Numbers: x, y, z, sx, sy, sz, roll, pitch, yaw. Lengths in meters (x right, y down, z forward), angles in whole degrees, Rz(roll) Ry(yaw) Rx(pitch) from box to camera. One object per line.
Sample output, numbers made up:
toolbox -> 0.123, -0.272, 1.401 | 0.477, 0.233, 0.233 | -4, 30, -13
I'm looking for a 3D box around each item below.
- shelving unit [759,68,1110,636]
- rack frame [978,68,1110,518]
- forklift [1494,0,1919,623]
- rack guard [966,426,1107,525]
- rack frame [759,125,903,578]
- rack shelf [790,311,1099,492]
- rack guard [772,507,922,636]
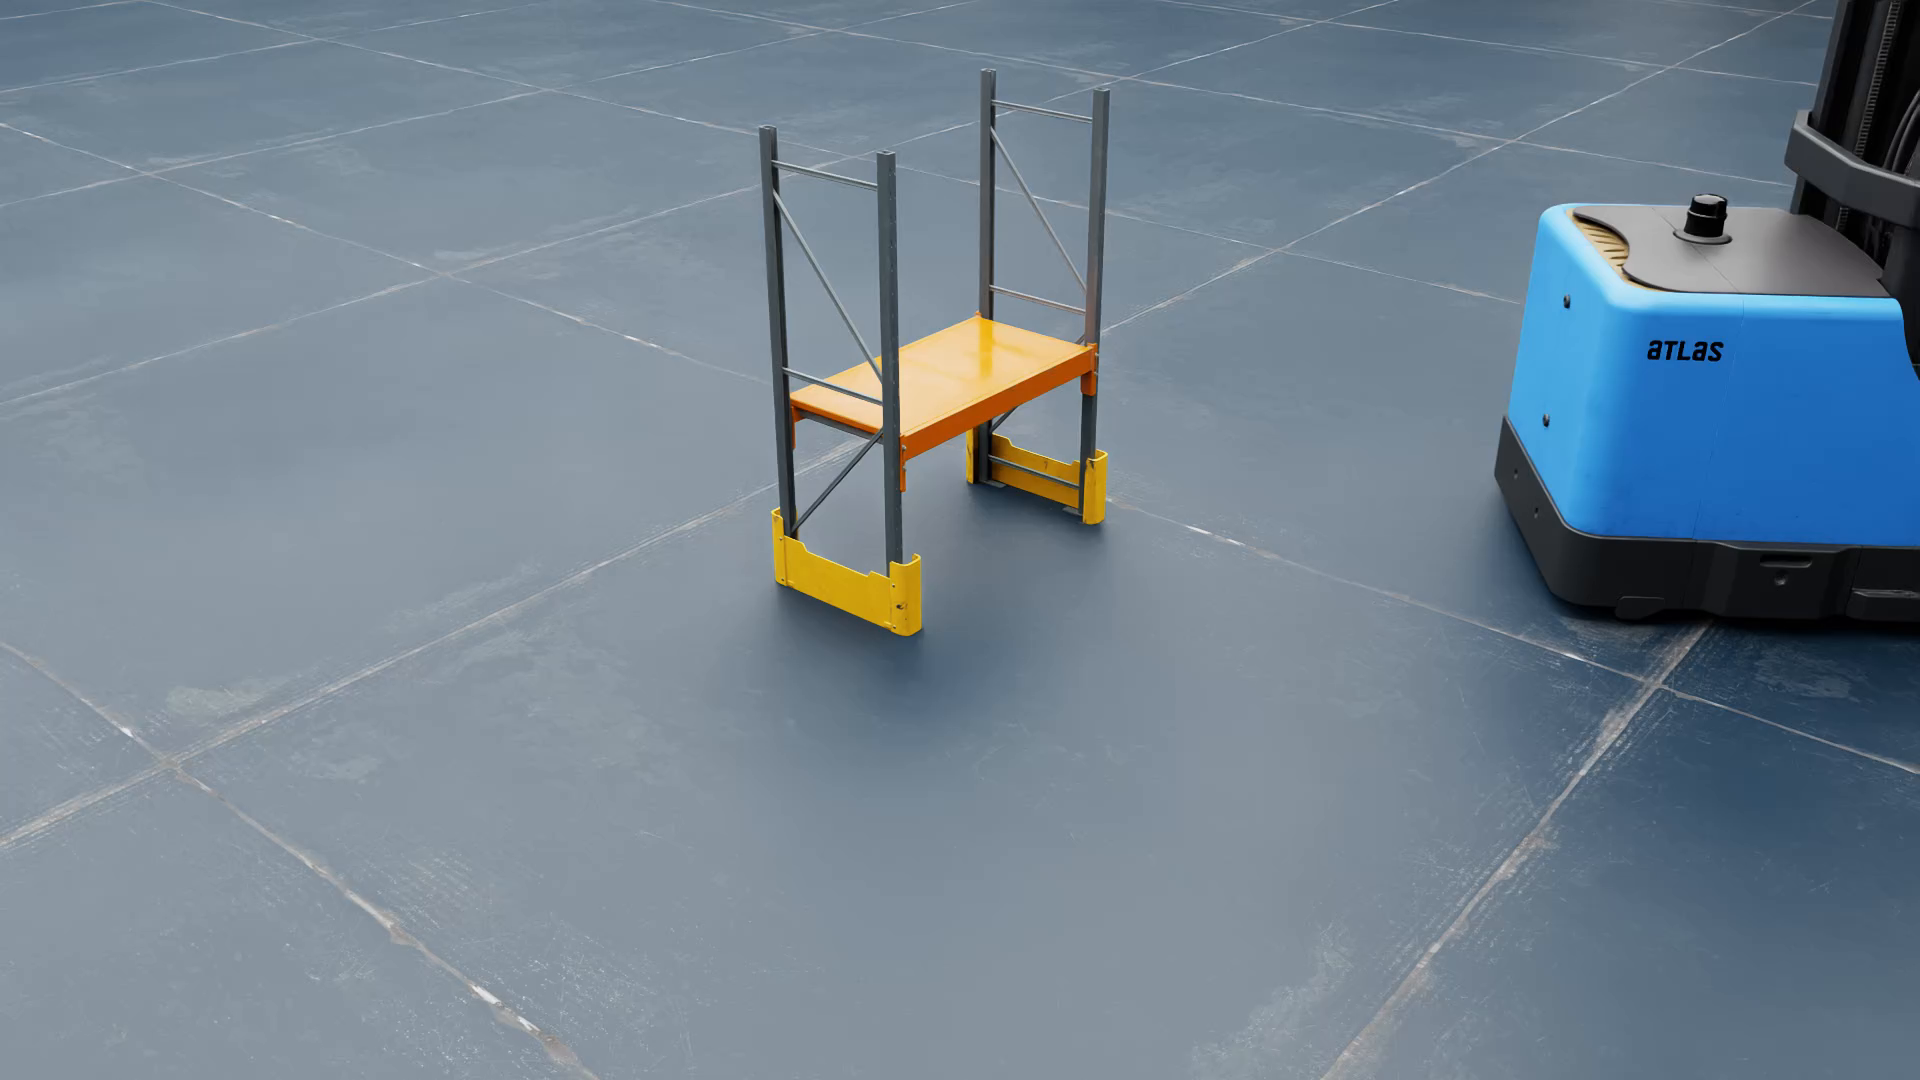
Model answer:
shelving unit -> -0.048, -0.639, 5.353 | 0.587, 1.500, 1.083 | 21, 34, 34
rack frame -> 0.269, -0.816, 5.695 | 0.500, 1.500, 0.032 | 21, 34, 34
forklift -> 3.418, -1.221, 4.921 | 3.031, 2.935, 1.130 | 2, 27, 4
rack guard -> 0.268, -0.261, 5.982 | 0.587, 0.250, 0.087 | 21, 34, 34
rack frame -> -0.378, -0.456, 4.999 | 0.500, 1.500, 0.032 | 21, 34, 34
rack shelf -> -0.054, -0.476, 5.430 | 0.538, 0.185, 1.000 | 21, 34, 34
rack guard -> -0.365, 0.093, 5.299 | 0.587, 0.250, 0.087 | 21, 34, 34
